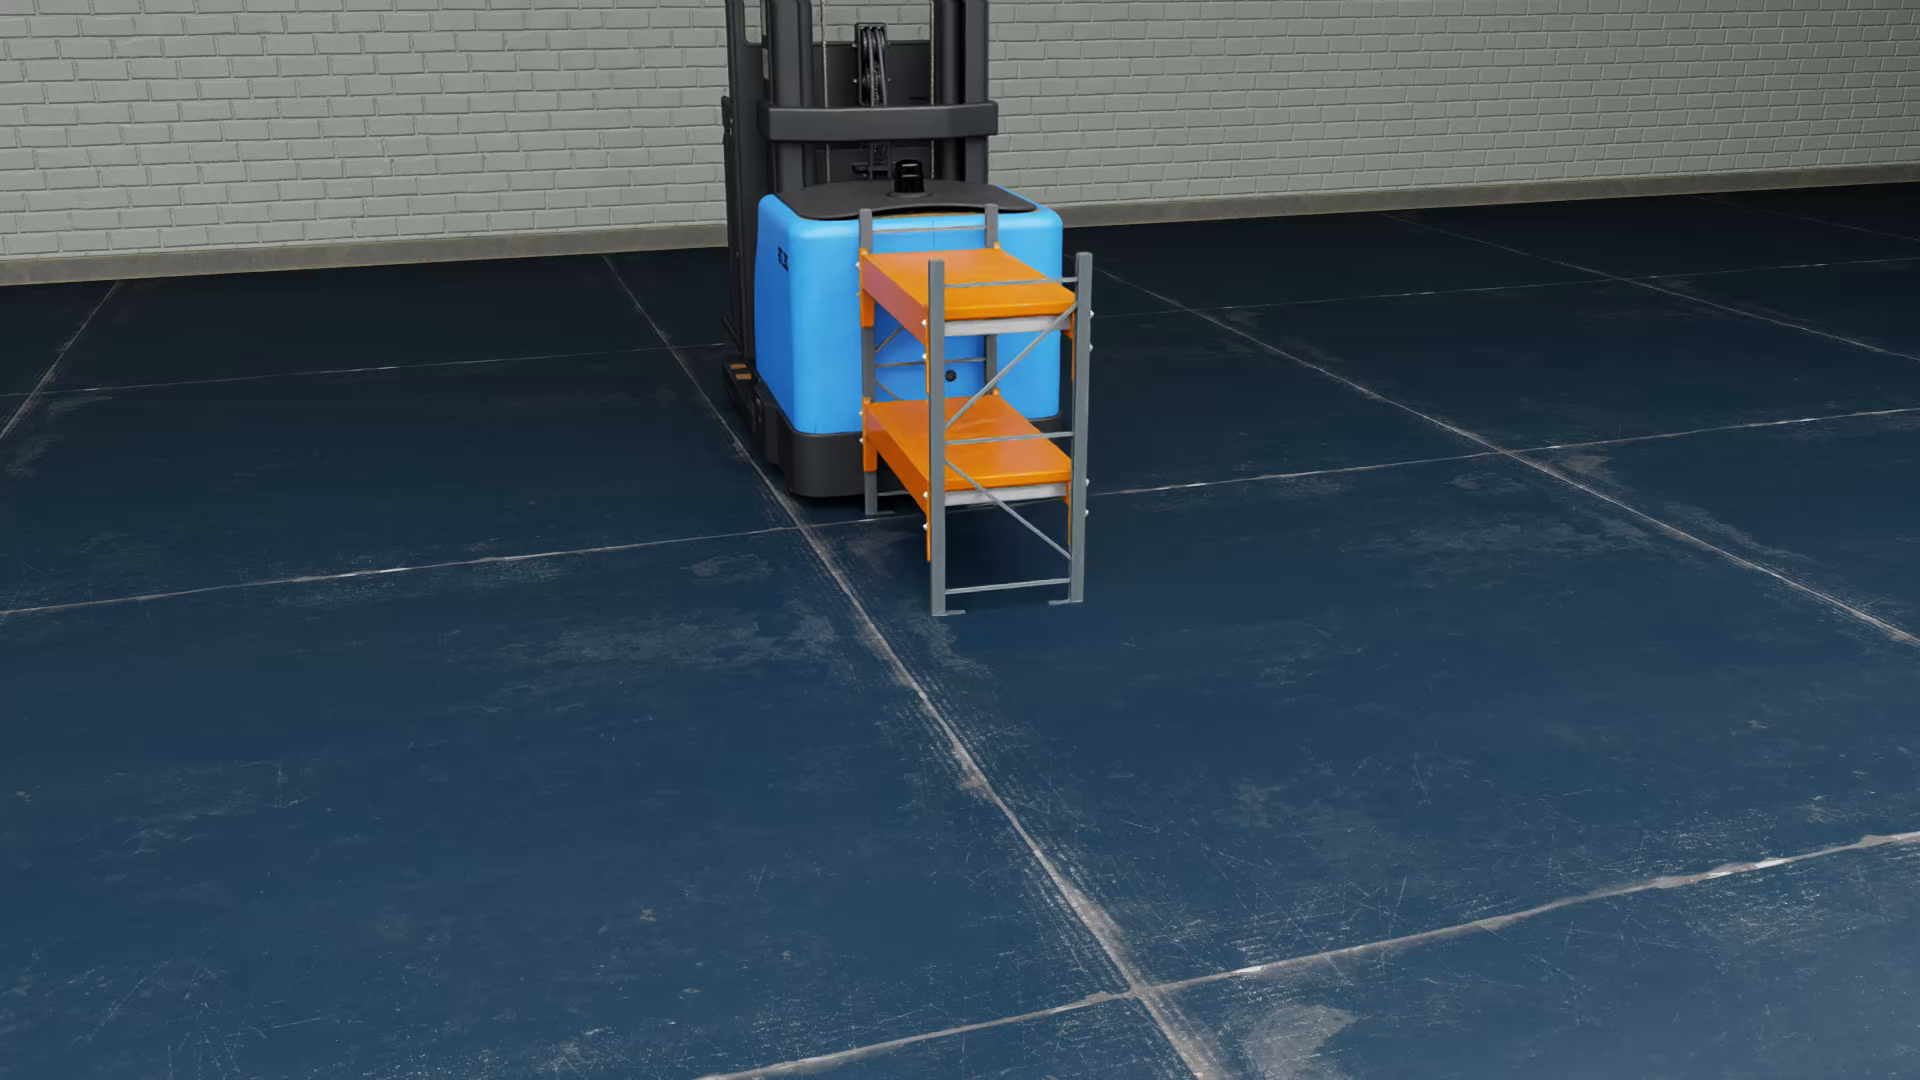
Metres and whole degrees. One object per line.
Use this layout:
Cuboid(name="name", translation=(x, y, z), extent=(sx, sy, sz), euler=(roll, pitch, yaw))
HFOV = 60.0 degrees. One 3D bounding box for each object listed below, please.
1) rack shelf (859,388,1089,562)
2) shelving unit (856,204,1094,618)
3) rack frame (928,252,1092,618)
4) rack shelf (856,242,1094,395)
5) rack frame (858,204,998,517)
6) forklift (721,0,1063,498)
Cuboid(name="rack shelf", translation=(0.021, -0.246, 5.661), extent=(0.538, 0.278, 1.000), euler=(-5, 20, -14))
Cuboid(name="shelving unit", translation=(0.021, -0.476, 5.578), extent=(0.538, 1.125, 1.048), euler=(-5, 20, -14))
Cuboid(name="rack frame", translation=(0.151, -0.310, 5.116), extent=(0.500, 1.125, 0.032), euler=(-5, 20, -14))
Cuboid(name="rack shelf", translation=(0.021, -0.752, 5.479), extent=(0.538, 0.278, 1.000), euler=(-5, 20, -14))
Cuboid(name="rack frame", translation=(-0.109, -0.642, 6.041), extent=(0.500, 1.125, 0.032), euler=(-5, 20, -14))
Cuboid(name="forklift", translation=(-0.481, -2.000, 7.148), extent=(1.130, 2.935, 3.031), euler=(-5, 20, -14))
